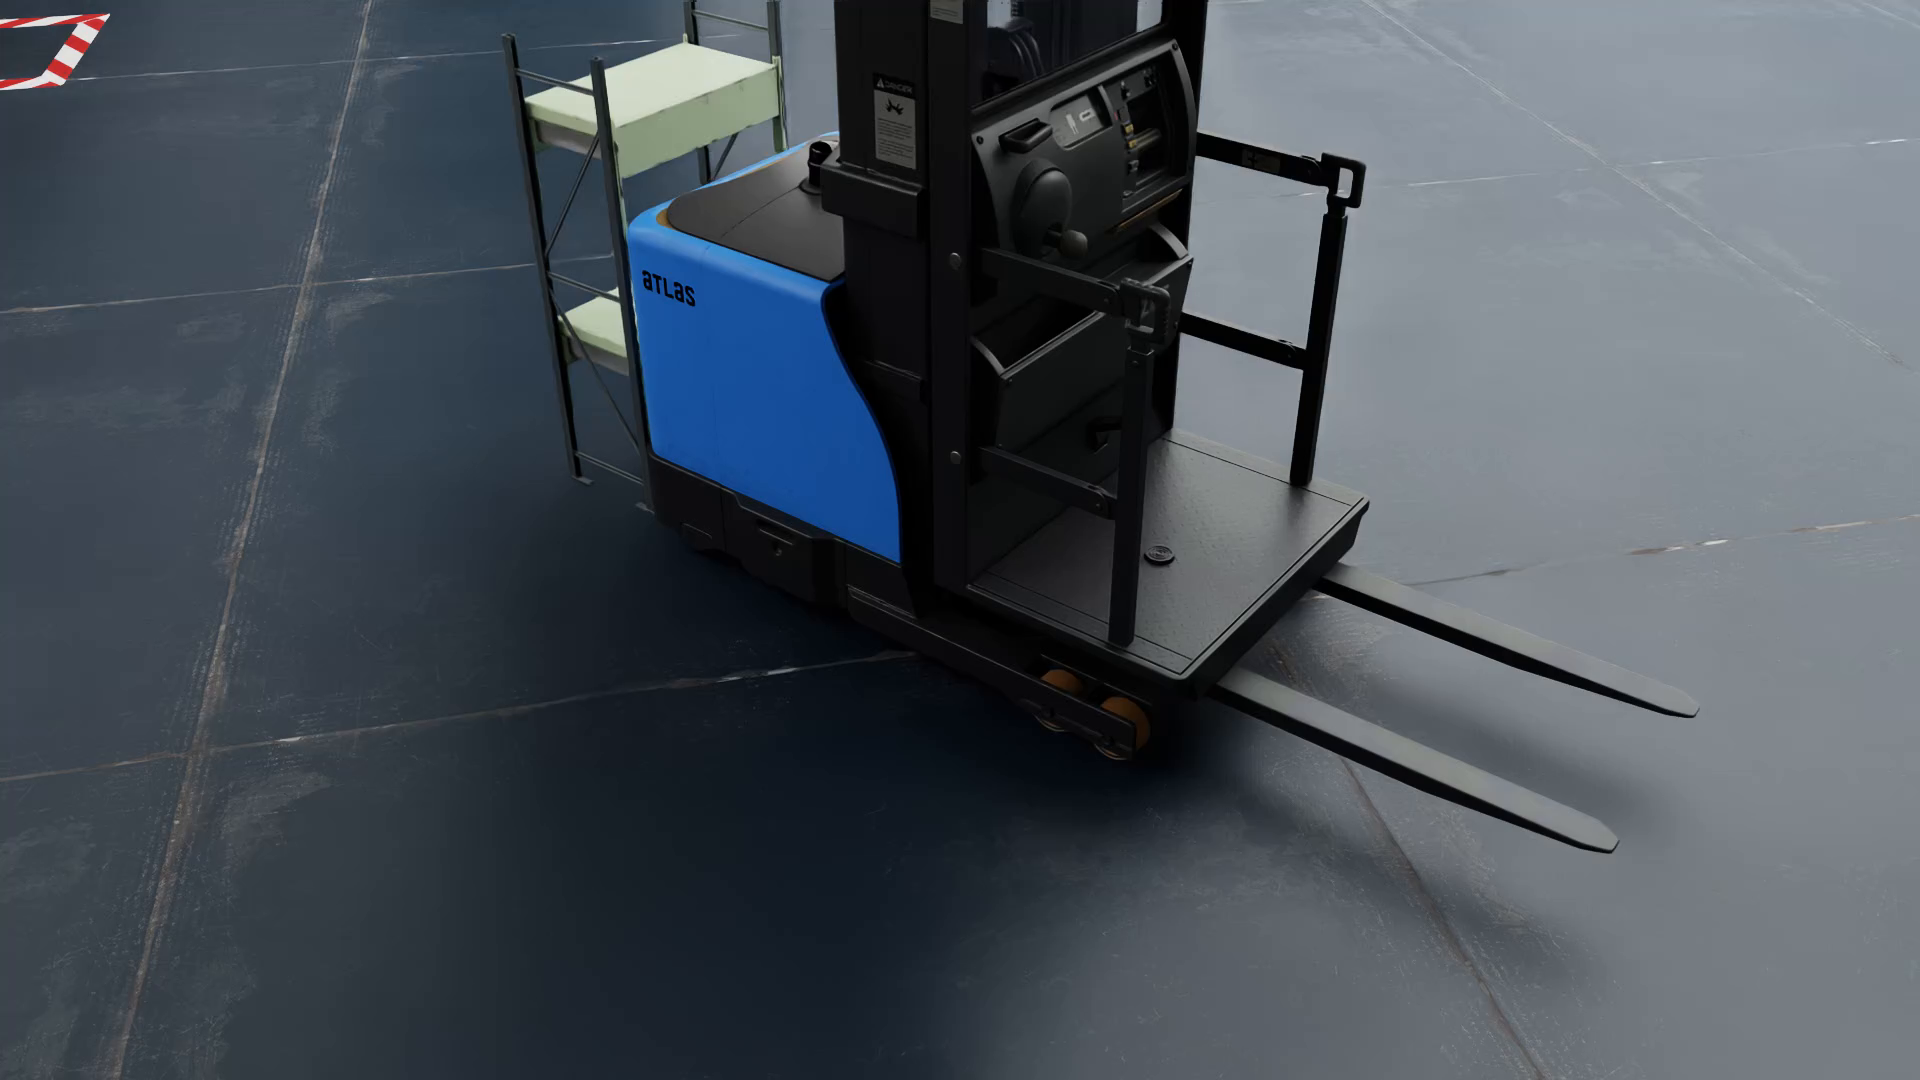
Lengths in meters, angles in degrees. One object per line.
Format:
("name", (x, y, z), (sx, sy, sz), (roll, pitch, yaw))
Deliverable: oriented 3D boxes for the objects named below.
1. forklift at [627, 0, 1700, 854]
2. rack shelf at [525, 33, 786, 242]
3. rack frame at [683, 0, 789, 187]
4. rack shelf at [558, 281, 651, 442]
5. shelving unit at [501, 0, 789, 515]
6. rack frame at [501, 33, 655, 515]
("forklift", (0.502, -0.966, 4.132), (3.031, 2.935, 1.130), (23, 40, 30))
("rack shelf", (-0.939, -1.263, 5.156), (0.431, 0.370, 0.720), (22, 40, 30))
("rack frame", (-0.720, -1.102, 5.617), (0.400, 1.500, 0.023), (22, 40, 30))
("rack shelf", (-0.937, -0.667, 5.554), (0.431, 0.370, 0.720), (22, 40, 30))
("shelving unit", (-0.938, -0.938, 5.373), (0.431, 1.500, 0.755), (22, 40, 30))
("rack frame", (-1.156, -0.775, 5.129), (0.400, 1.500, 0.023), (22, 40, 30))
